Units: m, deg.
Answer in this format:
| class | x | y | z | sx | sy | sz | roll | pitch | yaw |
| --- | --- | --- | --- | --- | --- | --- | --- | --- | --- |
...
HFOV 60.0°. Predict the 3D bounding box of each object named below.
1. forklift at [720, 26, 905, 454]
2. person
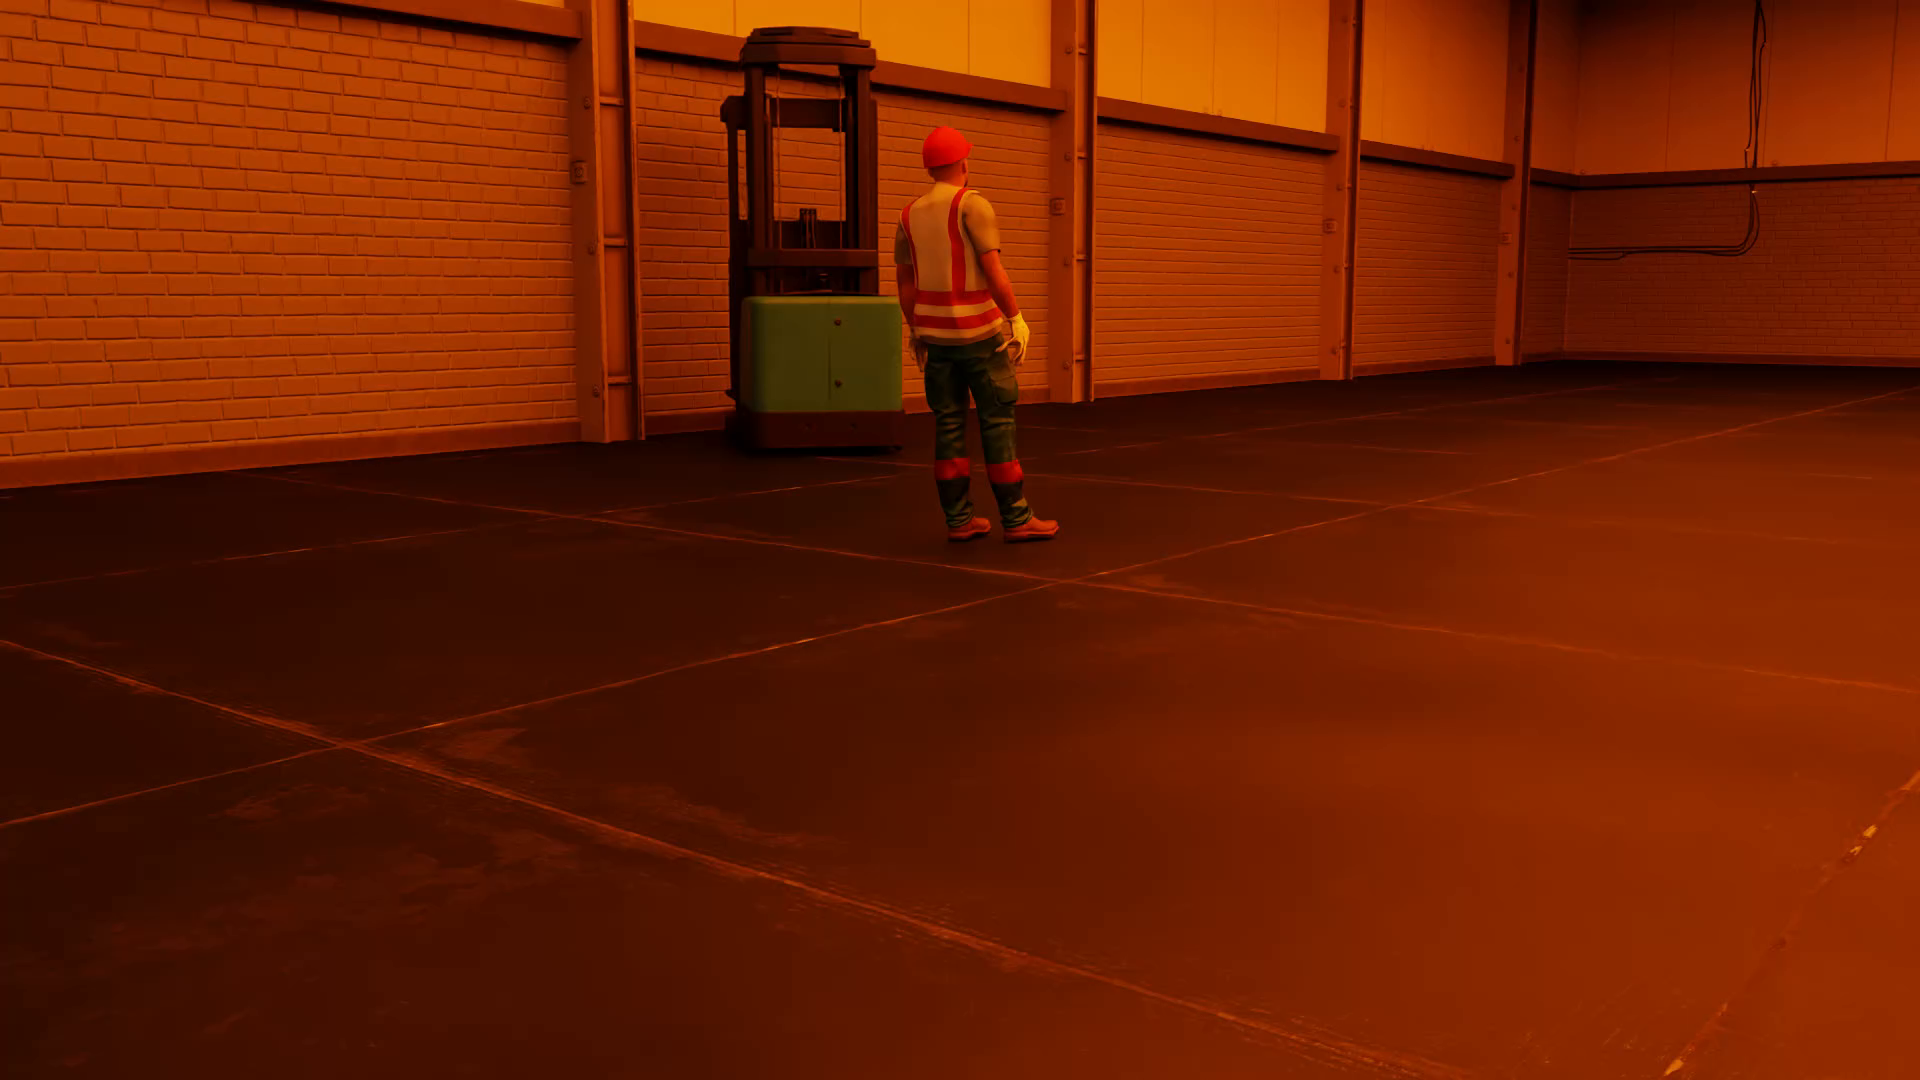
| class | x | y | z | sx | sy | sz | roll | pitch | yaw |
| --- | --- | --- | --- | --- | --- | --- | --- | --- | --- |
| forklift | -1.195 | -2.217 | 12.434 | 1.130 | 2.935 | 3.031 | -2 | 9 | -12 |
| person | 0.059 | -0.900 | 7.330 | 0.638 | 1.789 | 0.562 | 7 | 11 | 38 |
